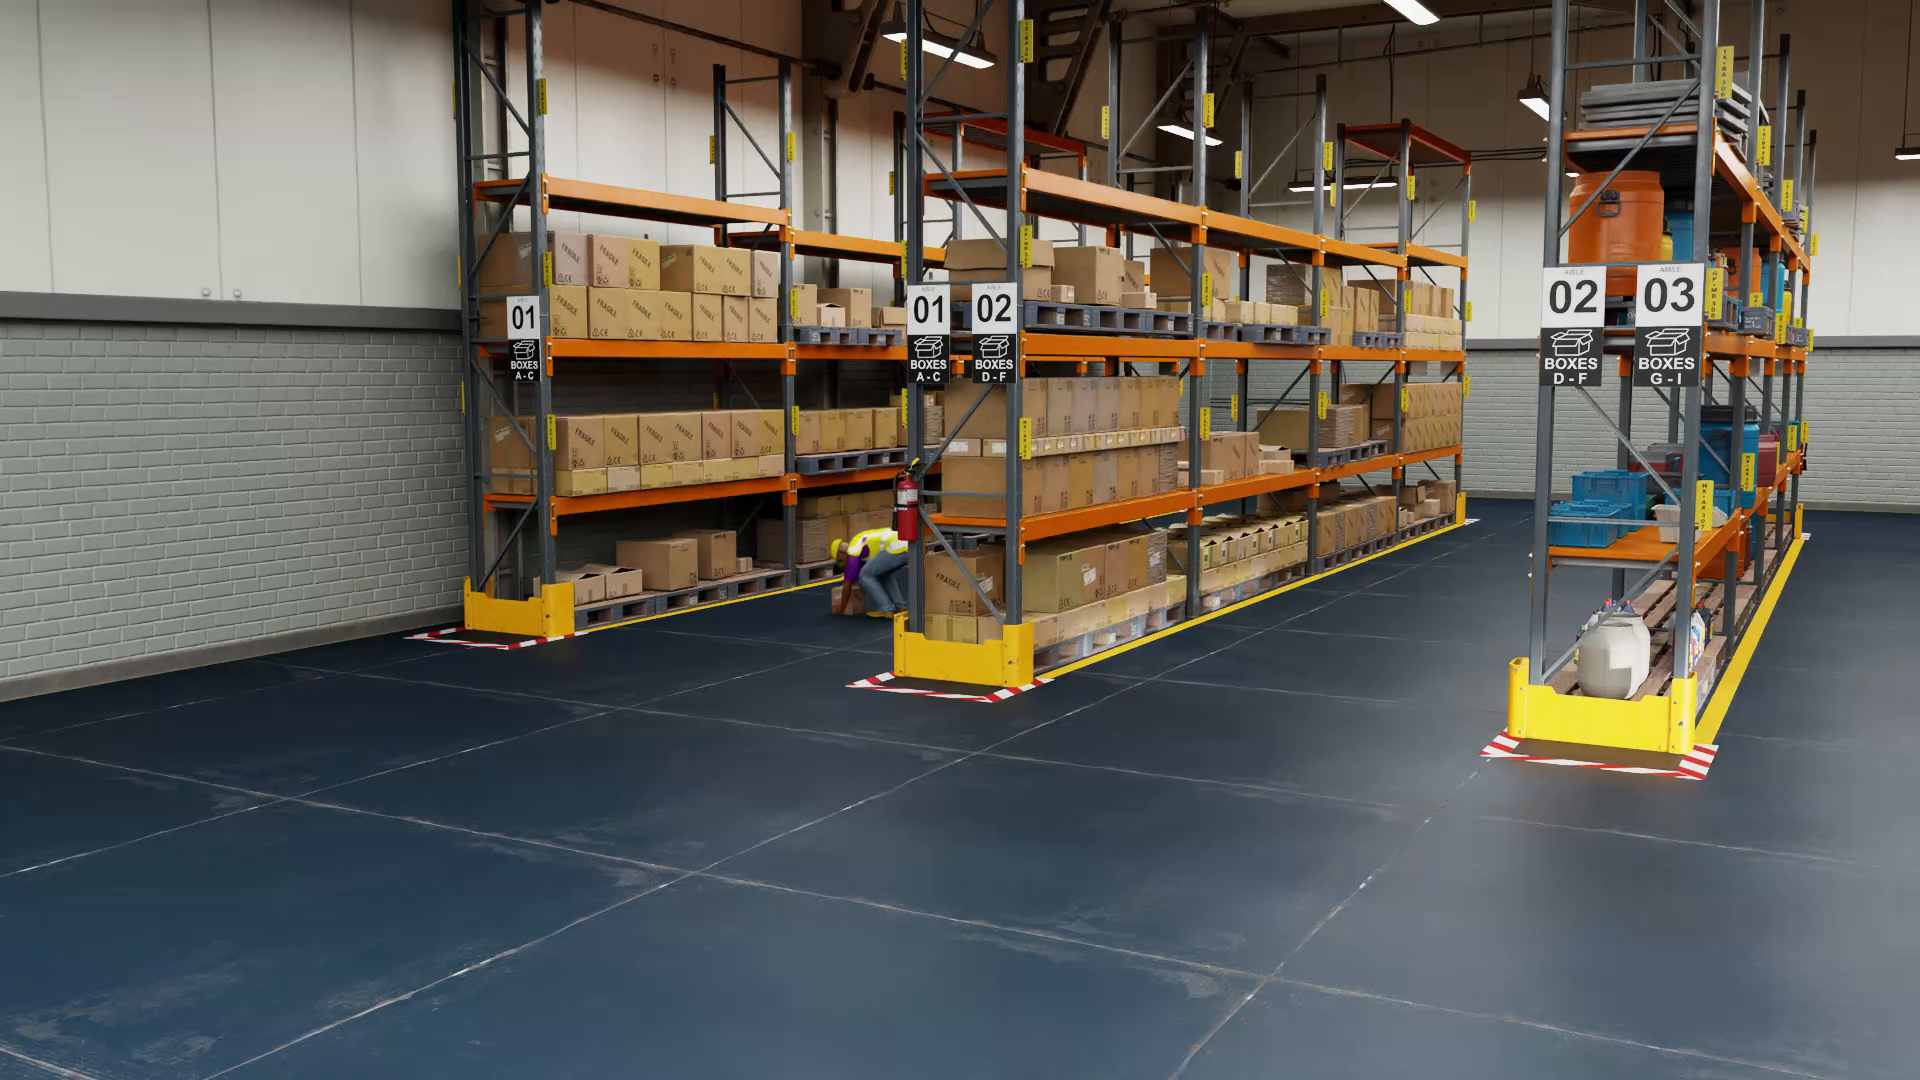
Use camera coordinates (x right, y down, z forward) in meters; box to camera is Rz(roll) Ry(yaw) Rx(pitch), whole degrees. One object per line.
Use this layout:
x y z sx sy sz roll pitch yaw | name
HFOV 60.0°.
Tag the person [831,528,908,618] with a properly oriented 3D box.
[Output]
-0.896 0.323 17.073 0.976 0.915 0.509 3 7 26 | person
